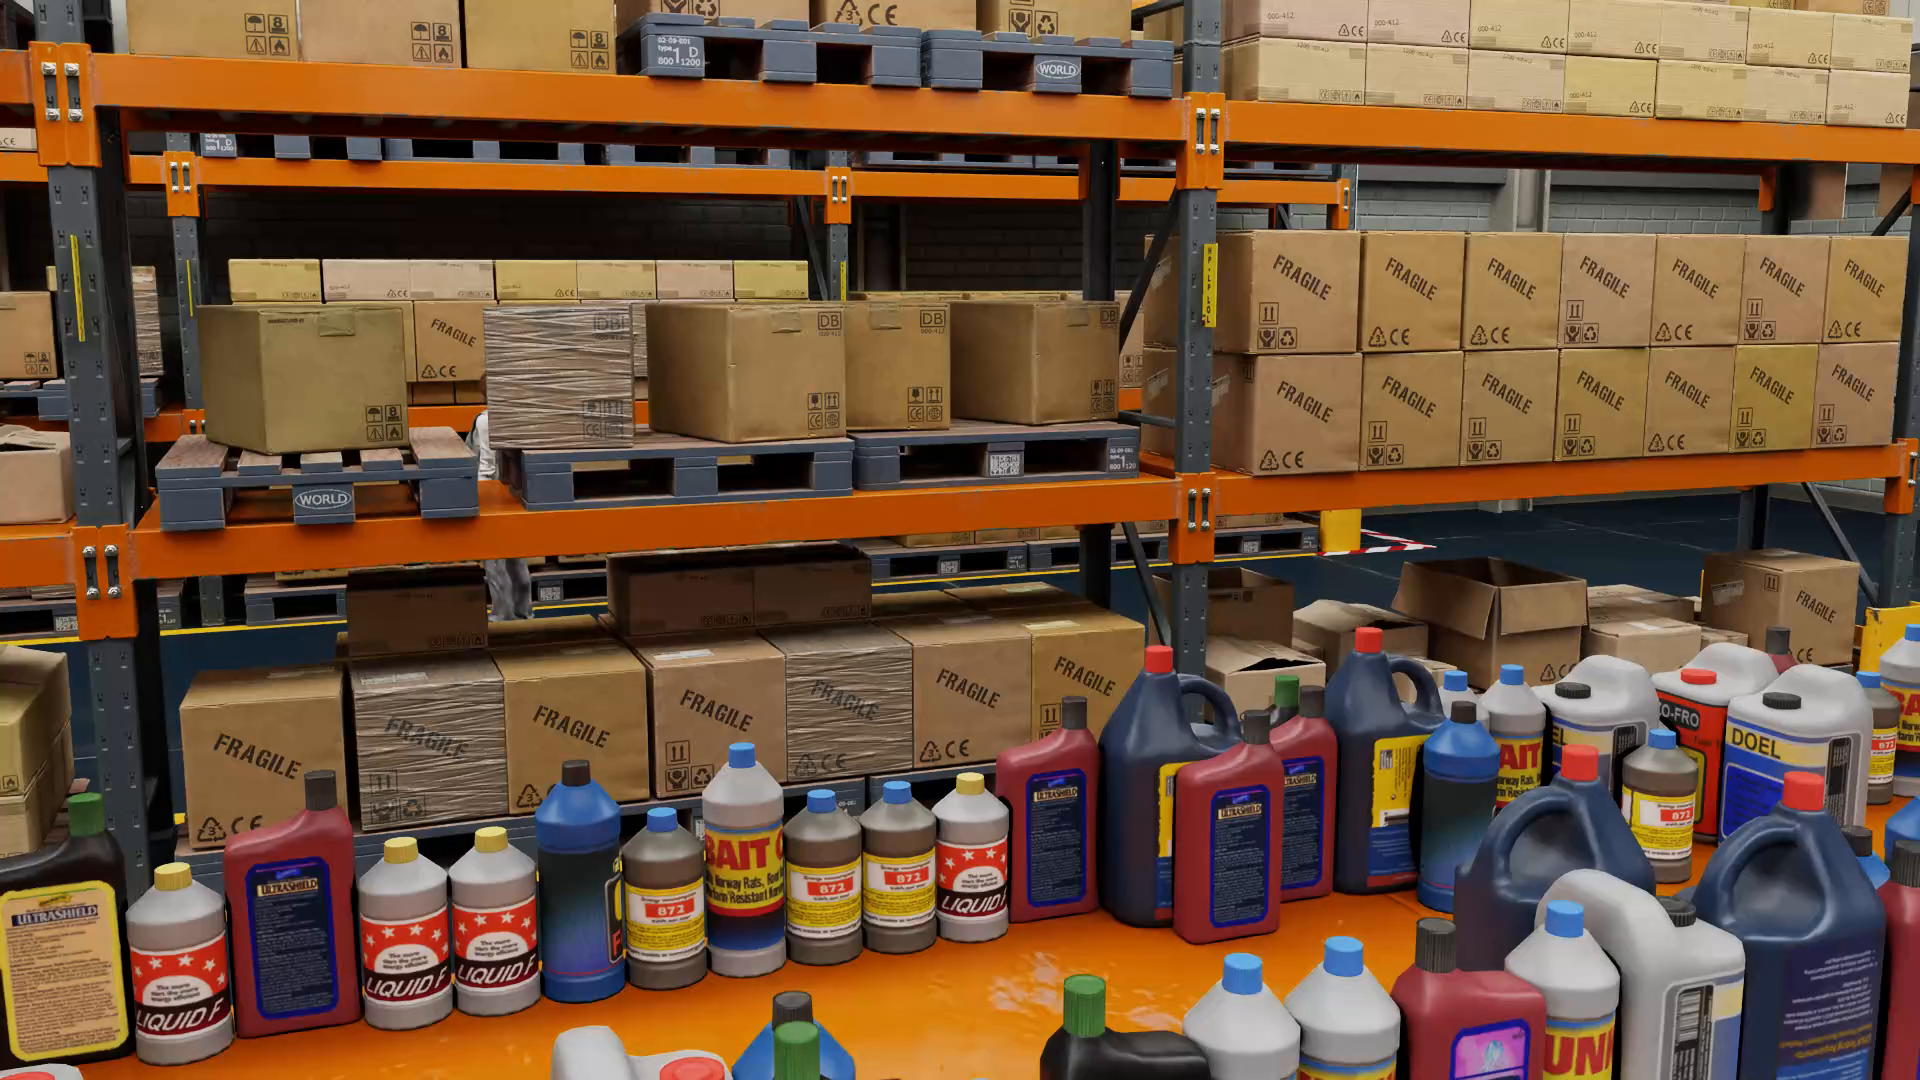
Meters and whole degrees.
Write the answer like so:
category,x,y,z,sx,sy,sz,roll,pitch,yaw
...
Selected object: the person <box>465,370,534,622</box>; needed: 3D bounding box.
category,x,y,z,sx,sy,sz,roll,pitch,yaw
person,-2.674,-0.203,9.646,0.314,1.604,0.408,4,10,24
